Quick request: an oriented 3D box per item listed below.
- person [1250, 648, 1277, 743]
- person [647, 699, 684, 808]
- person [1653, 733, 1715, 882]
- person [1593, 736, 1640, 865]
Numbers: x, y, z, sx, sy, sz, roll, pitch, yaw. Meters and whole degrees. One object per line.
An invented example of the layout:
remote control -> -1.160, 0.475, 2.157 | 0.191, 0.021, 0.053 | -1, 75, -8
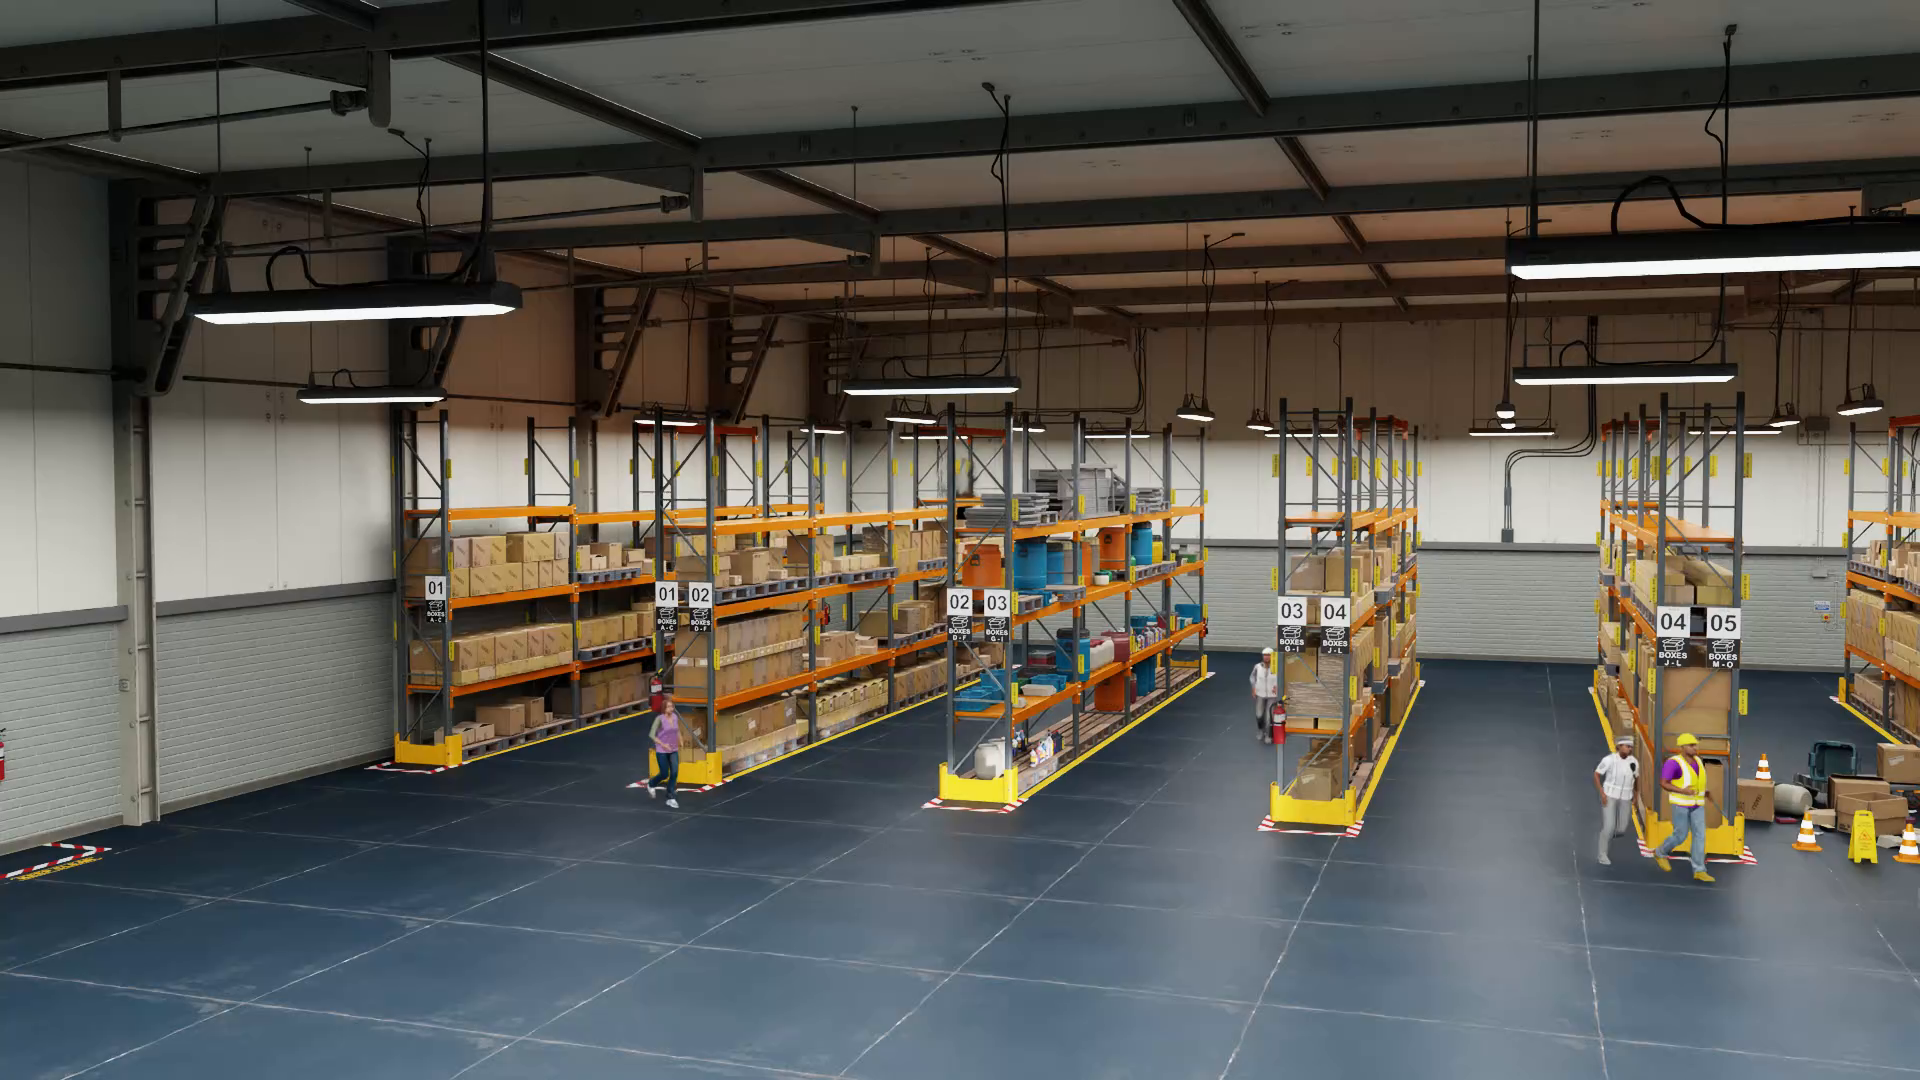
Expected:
person -> 5.587, 2.830, 30.230 | 0.667, 1.740, 0.601 | 1, 3, 15
person -> -4.387, 3.158, 24.776 | 0.566, 1.593, 0.680 | -2, 3, -43
person -> 8.855, 3.232, 20.277 | 0.723, 1.755, 0.866 | -1, 3, -19
person -> 8.377, 3.285, 21.221 | 0.611, 1.630, 0.520 | 0, 2, -2
